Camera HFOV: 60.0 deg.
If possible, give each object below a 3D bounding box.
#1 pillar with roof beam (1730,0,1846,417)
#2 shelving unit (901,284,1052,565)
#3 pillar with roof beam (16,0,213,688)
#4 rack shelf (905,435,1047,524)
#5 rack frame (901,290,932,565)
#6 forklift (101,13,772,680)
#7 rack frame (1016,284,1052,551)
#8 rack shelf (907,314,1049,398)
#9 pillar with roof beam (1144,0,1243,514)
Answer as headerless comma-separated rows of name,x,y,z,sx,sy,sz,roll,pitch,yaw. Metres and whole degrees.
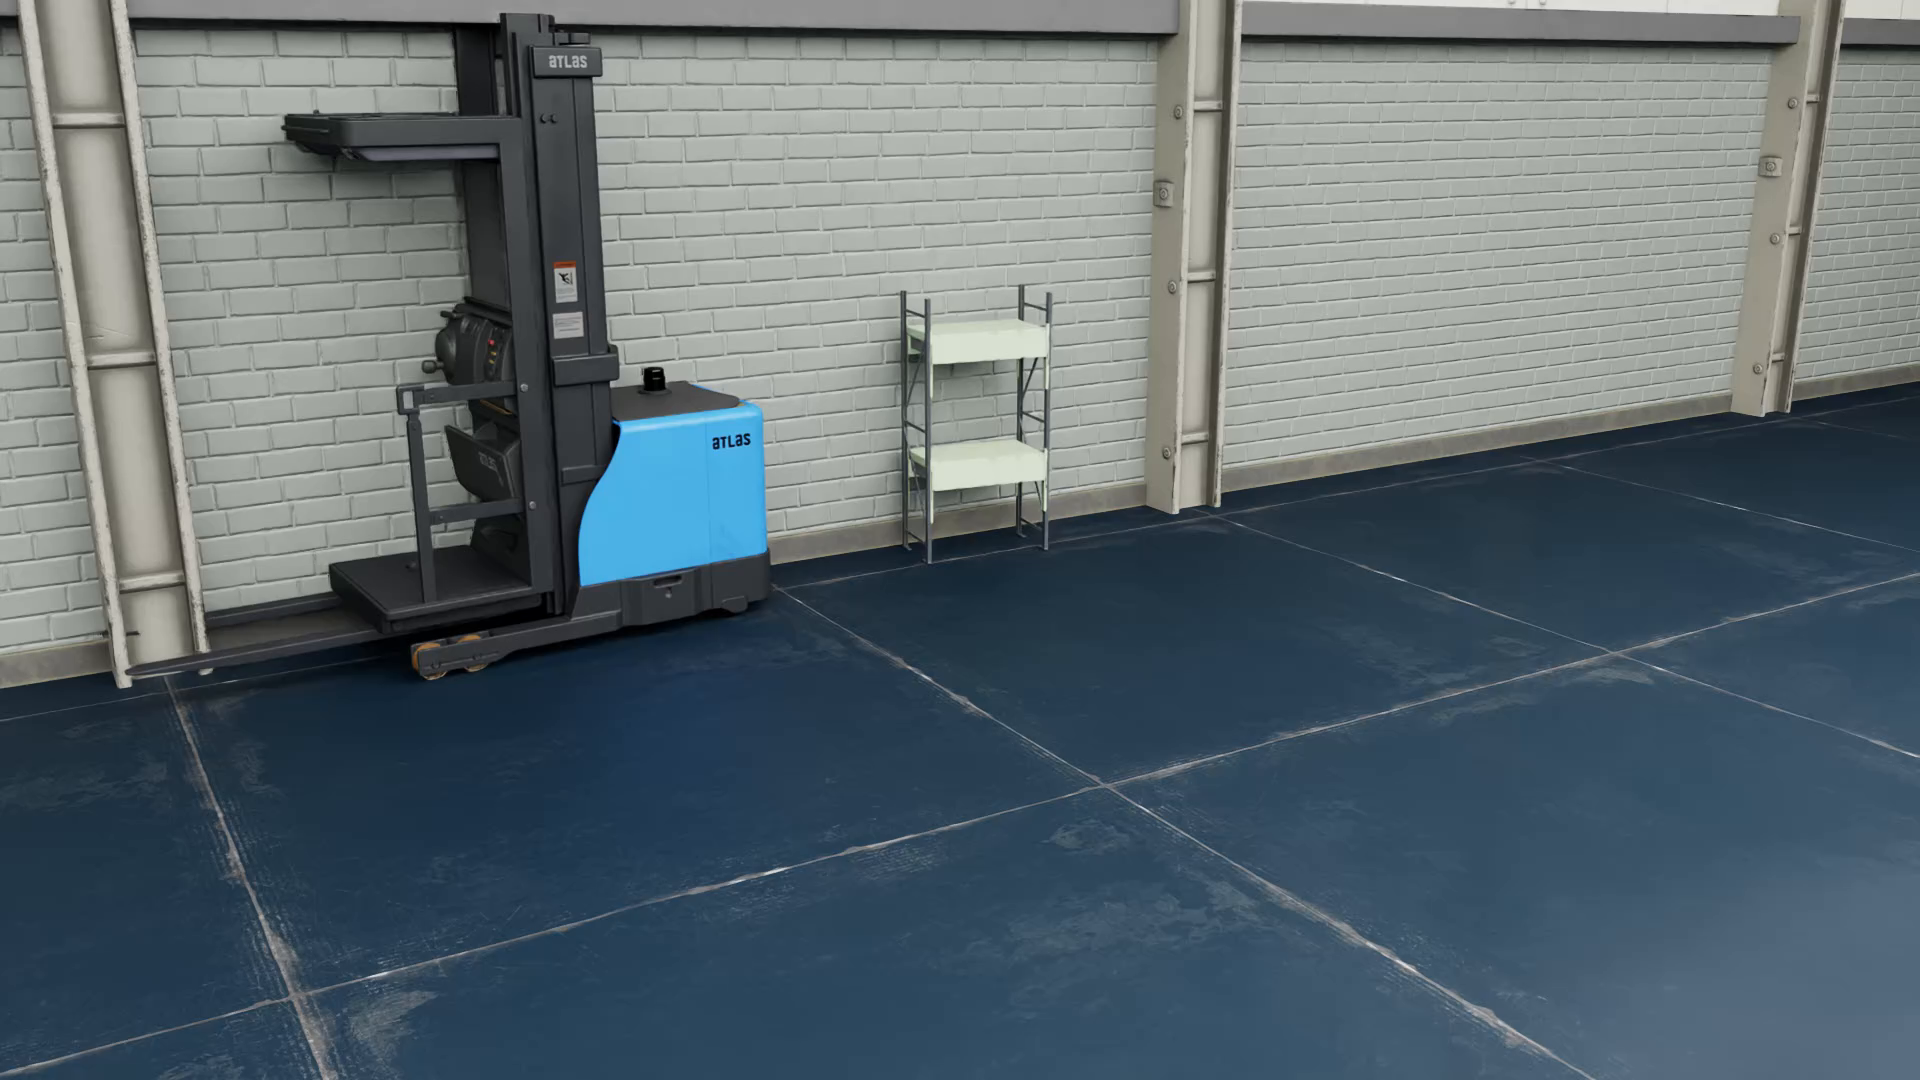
pillar with roof beam,8.791,-4.396,8.921,0.400,9.000,9.100,-9,18,-30
shelving unit,0.089,-0.672,9.525,0.755,1.500,0.431,-7,17,-22
pillar with roof beam,-1.496,-2.728,2.970,0.400,9.000,9.100,-9,18,-30
rack shelf,0.089,-0.358,9.614,0.720,0.370,0.431,-7,17,-22
rack frame,-0.248,-0.633,9.387,0.023,1.500,0.400,-7,17,-22
forklift,-2.479,-0.933,7.807,3.031,2.935,1.130,-11,19,-33
rack frame,0.426,-0.711,9.662,0.023,1.500,0.400,-7,17,-22
rack shelf,0.090,-1.047,9.418,0.720,0.370,0.431,-7,17,-22
pillar with roof beam,3.647,-3.562,5.946,0.400,9.000,9.100,-9,18,-30
